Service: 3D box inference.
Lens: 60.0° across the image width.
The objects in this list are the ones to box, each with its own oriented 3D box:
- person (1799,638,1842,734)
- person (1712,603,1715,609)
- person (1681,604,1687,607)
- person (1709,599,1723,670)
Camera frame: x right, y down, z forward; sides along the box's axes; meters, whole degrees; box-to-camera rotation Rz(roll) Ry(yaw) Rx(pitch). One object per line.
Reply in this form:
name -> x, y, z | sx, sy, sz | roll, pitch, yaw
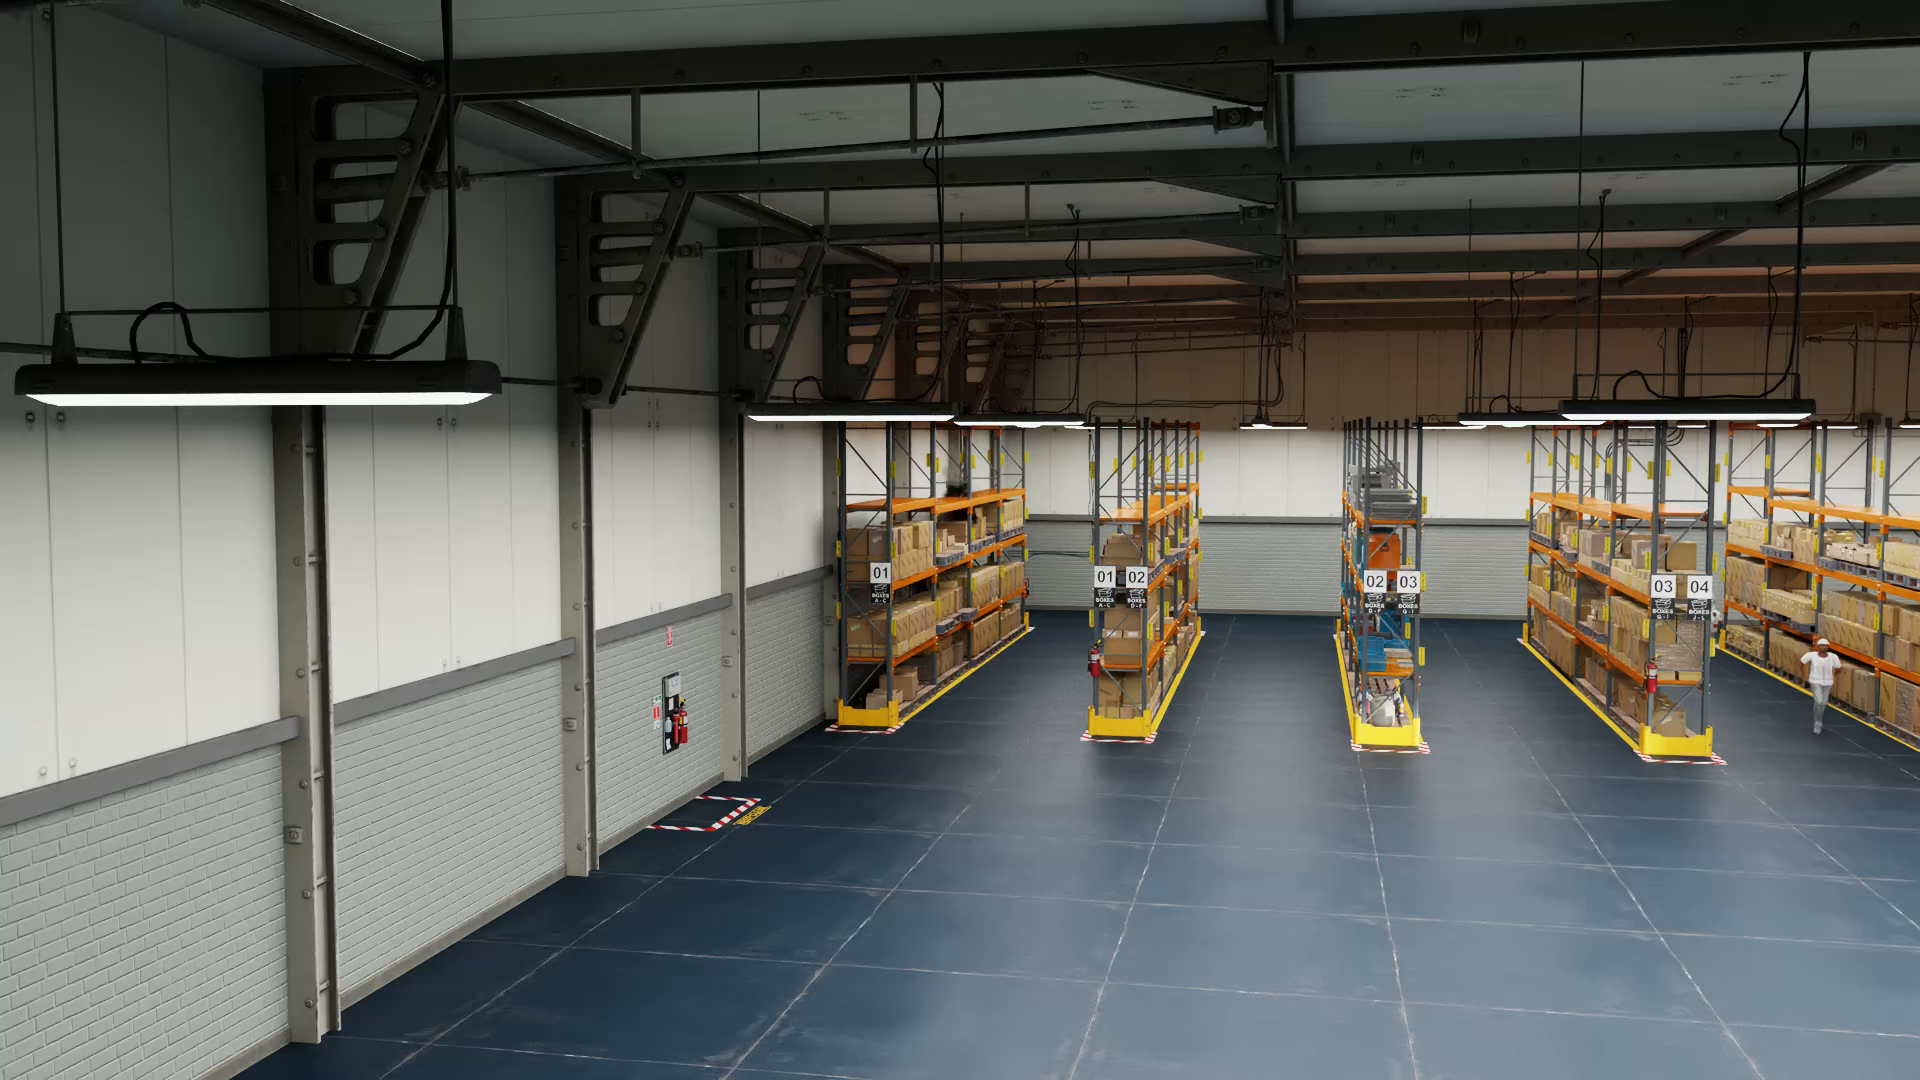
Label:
person -> 16.501, 2.786, 31.836 | 0.681, 1.827, 0.769 | 1, 4, 9
person -> 18.571, 2.200, 41.807 | 0.750, 1.733, 1.079 | 1, 4, 9
person -> 18.891, 2.079, 43.878 | 0.625, 1.614, 0.587 | 3, 5, 39
person -> 18.154, 2.273, 40.259 | 0.566, 1.754, 0.748 | 1, 4, 18
